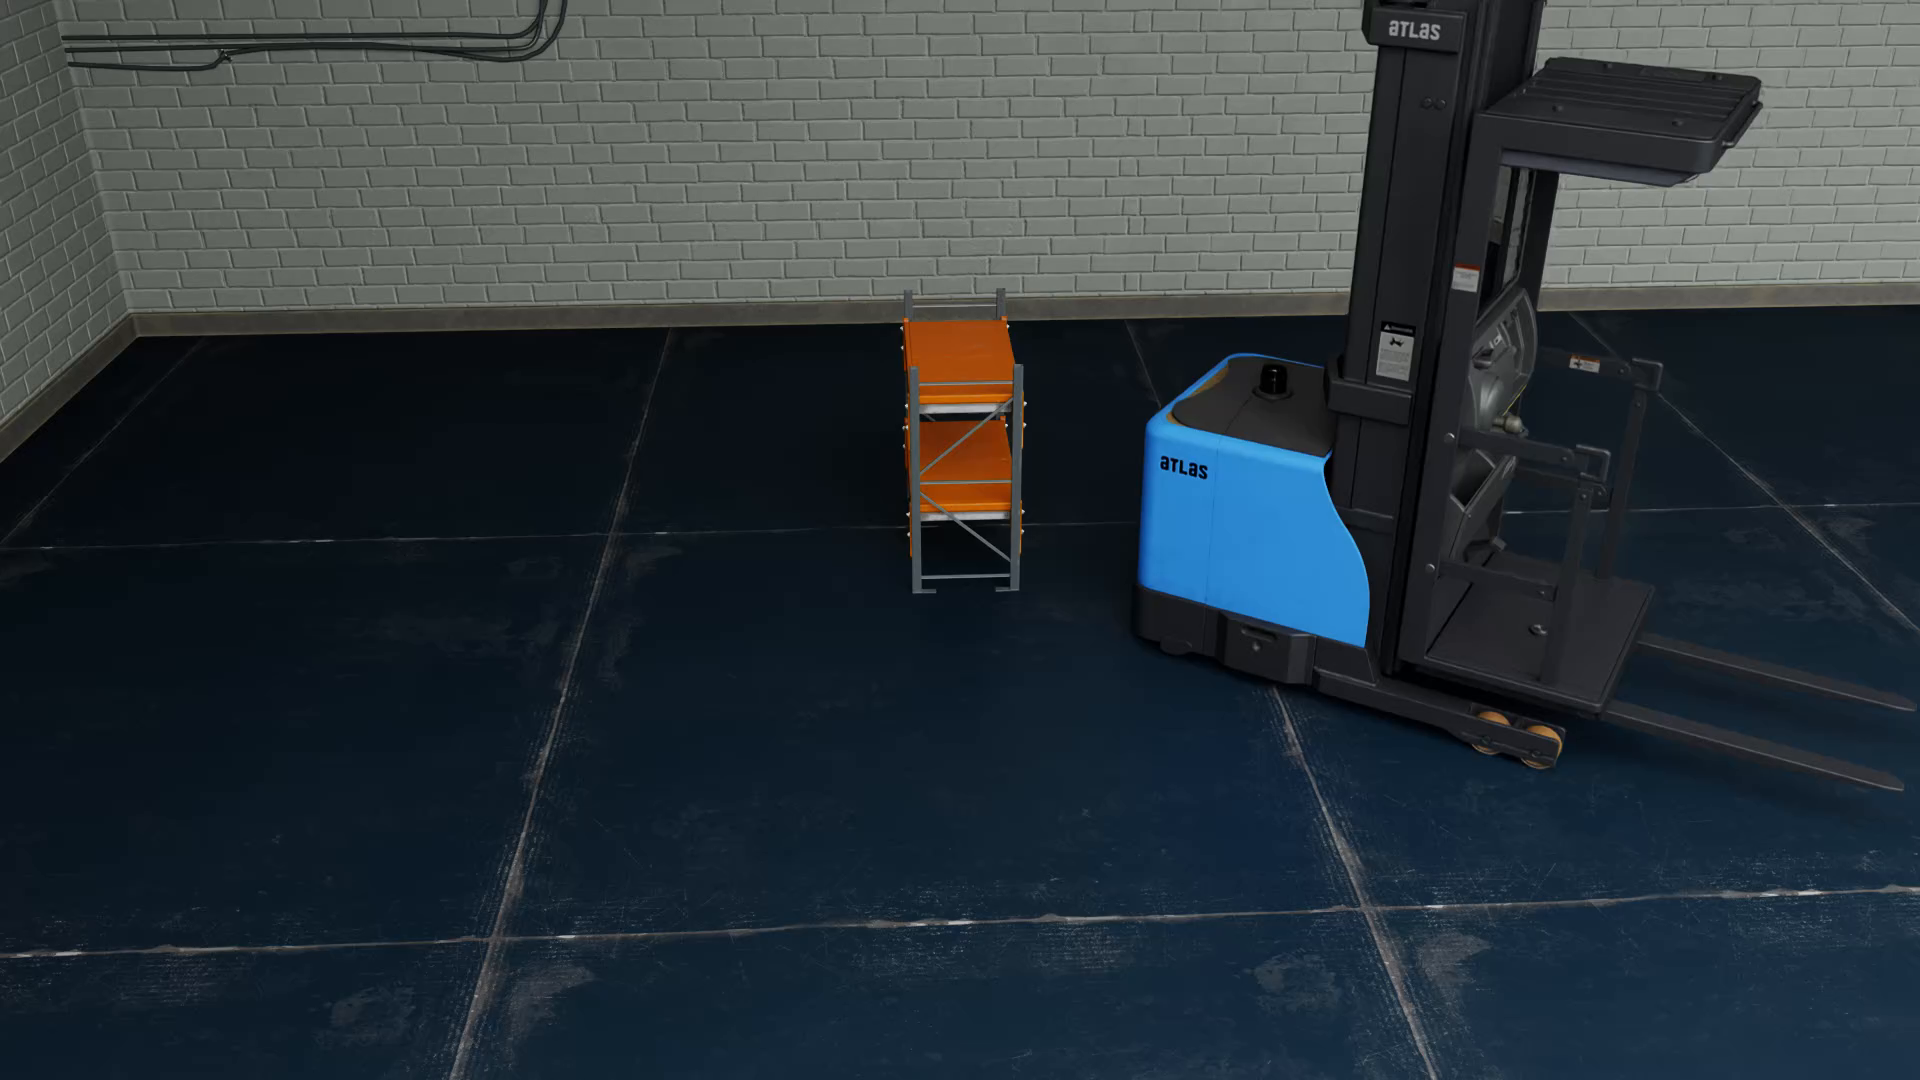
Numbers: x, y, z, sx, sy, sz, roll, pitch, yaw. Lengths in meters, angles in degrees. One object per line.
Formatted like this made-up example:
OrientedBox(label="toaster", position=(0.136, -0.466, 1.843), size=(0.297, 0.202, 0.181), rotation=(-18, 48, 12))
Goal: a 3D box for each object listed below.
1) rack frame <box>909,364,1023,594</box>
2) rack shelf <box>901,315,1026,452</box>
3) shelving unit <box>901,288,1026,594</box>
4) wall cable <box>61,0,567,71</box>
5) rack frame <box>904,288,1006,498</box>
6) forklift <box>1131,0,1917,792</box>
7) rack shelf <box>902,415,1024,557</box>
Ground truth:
OrientedBox(label="rack frame", position=(0.027, -0.261, 7.534), size=(0.500, 1.125, 0.032), rotation=(-1, 28, -3))
OrientedBox(label="rack shelf", position=(0.000, -0.755, 7.849), size=(0.538, 0.278, 1.000), rotation=(-1, 28, -3))
OrientedBox(label="shelving unit", position=(0.000, -0.496, 7.984), size=(0.538, 1.125, 1.048), rotation=(-1, 28, -3))
OrientedBox(label="wall cable", position=(-3.888, -3.954, 9.458), size=(3.097, 2.526, 0.112), rotation=(-1, 28, -3))
OrientedBox(label="rack frame", position=(-0.026, -0.730, 8.434), size=(0.500, 1.125, 0.032), rotation=(-1, 28, -3))
OrientedBox(label="forklift", position=(2.286, -0.683, 6.389), size=(3.031, 2.935, 1.130), rotation=(15, 31, 27))
OrientedBox(label="rack shelf", position=(0.000, -0.279, 8.097), size=(0.538, 0.278, 1.000), rotation=(-1, 28, -3))
